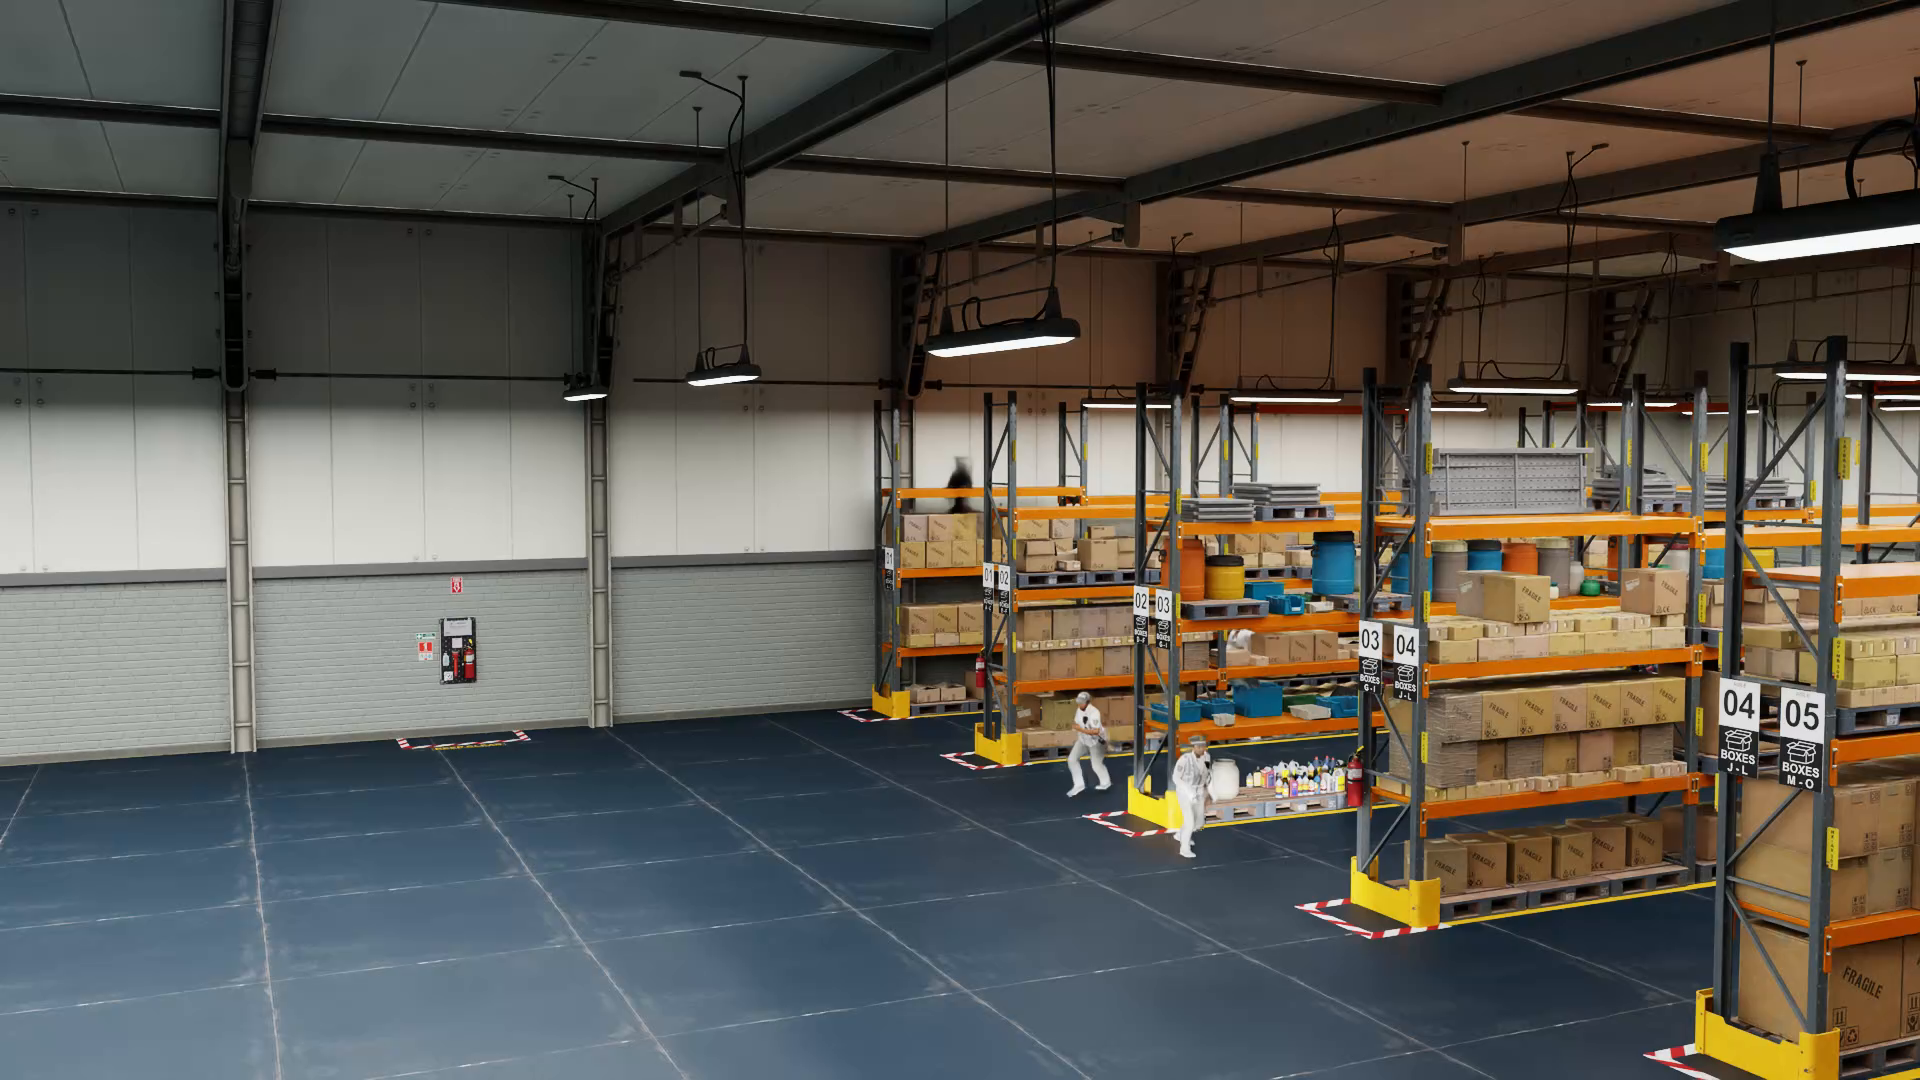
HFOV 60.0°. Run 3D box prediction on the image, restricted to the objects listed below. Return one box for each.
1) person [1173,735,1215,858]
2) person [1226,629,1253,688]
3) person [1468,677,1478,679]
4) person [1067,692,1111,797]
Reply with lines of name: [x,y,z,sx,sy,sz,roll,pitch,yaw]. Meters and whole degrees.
person: [2.850,3.165,20.764,0.587,1.584,0.759,-2,4,-29]
person: [5.453,2.394,32.483,0.847,1.780,0.677,-2,4,-30]
person: [9.166,2.692,29.293,0.728,1.596,0.564,-2,4,-28]
person: [1.936,2.966,24.287,0.966,1.563,0.580,-3,5,-44]
